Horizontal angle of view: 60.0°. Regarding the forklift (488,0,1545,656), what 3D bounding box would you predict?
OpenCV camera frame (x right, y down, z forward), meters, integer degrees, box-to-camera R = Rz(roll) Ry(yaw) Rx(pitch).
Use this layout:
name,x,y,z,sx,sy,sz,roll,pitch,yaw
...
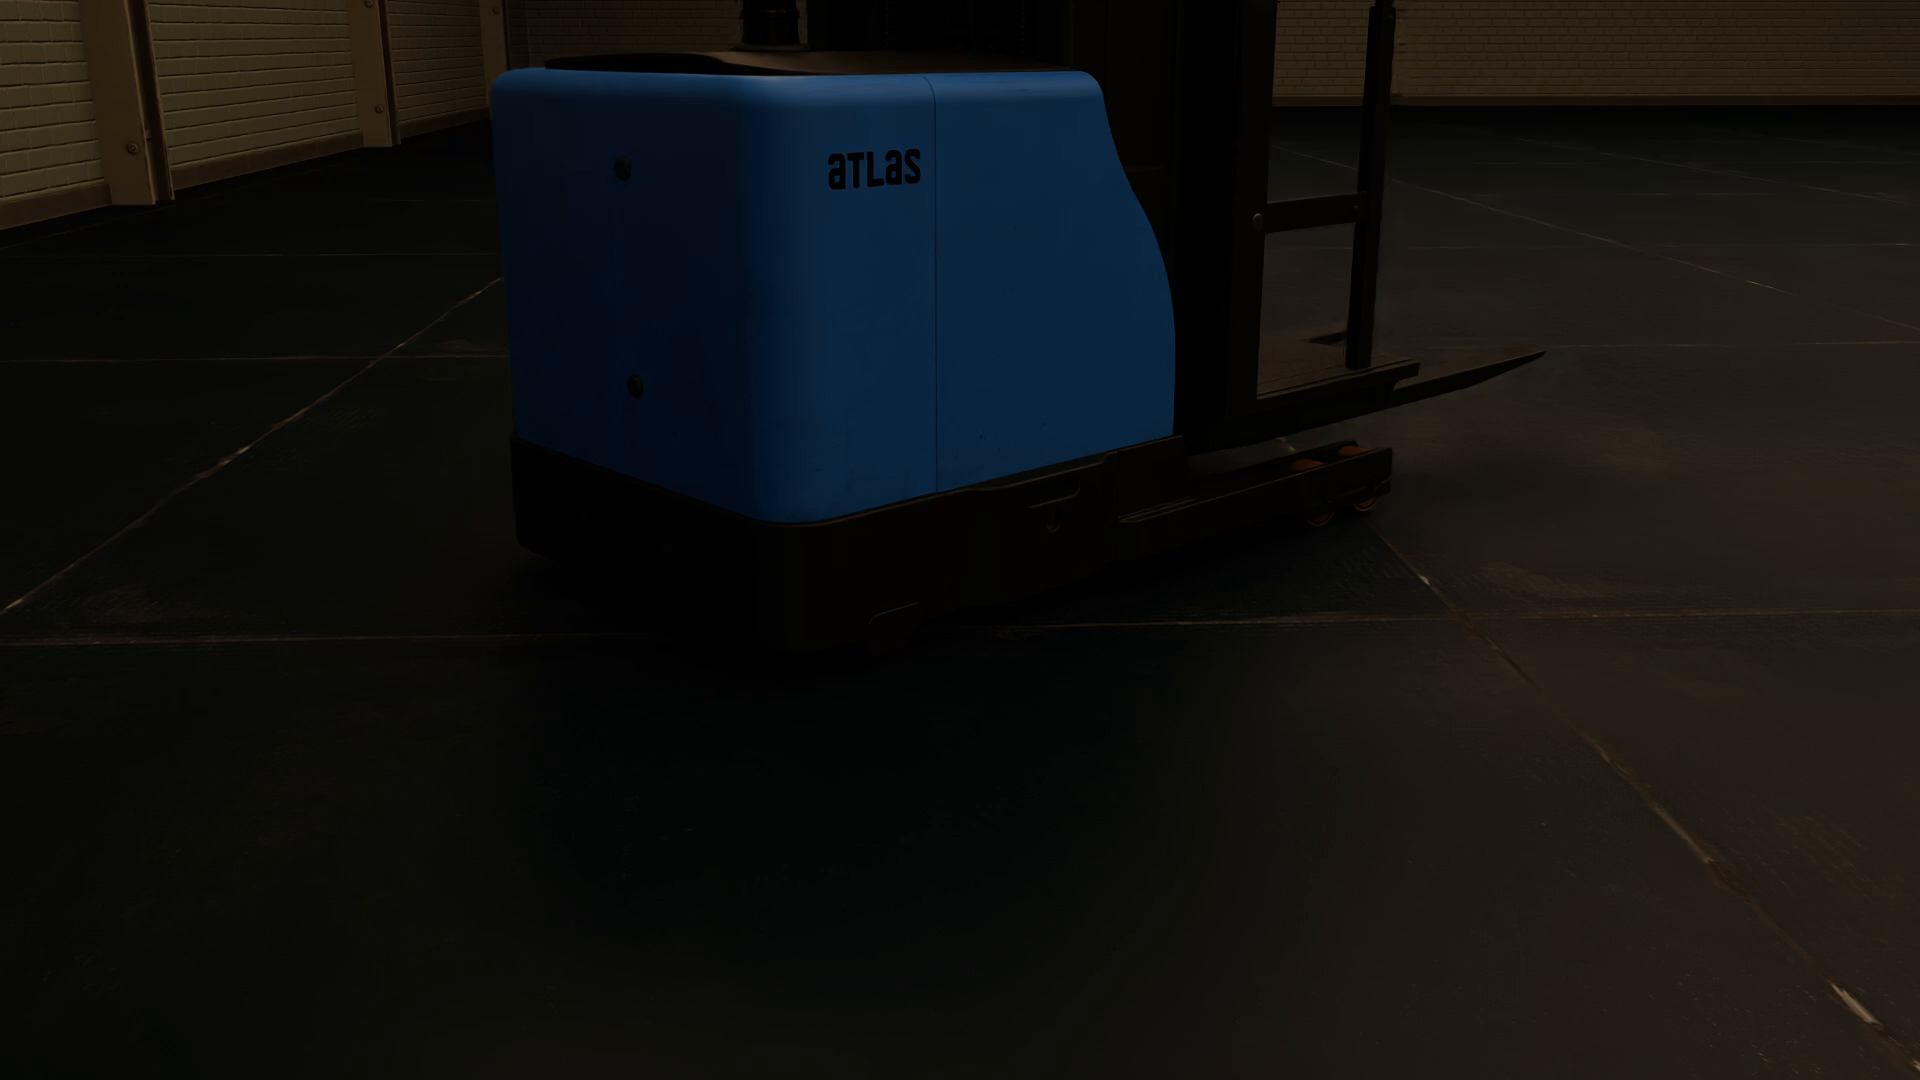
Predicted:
name,x,y,z,sx,sy,sz,roll,pitch,yaw
forklift,0.440,-1.530,3.908,3.031,2.935,1.130,-15,23,-41
